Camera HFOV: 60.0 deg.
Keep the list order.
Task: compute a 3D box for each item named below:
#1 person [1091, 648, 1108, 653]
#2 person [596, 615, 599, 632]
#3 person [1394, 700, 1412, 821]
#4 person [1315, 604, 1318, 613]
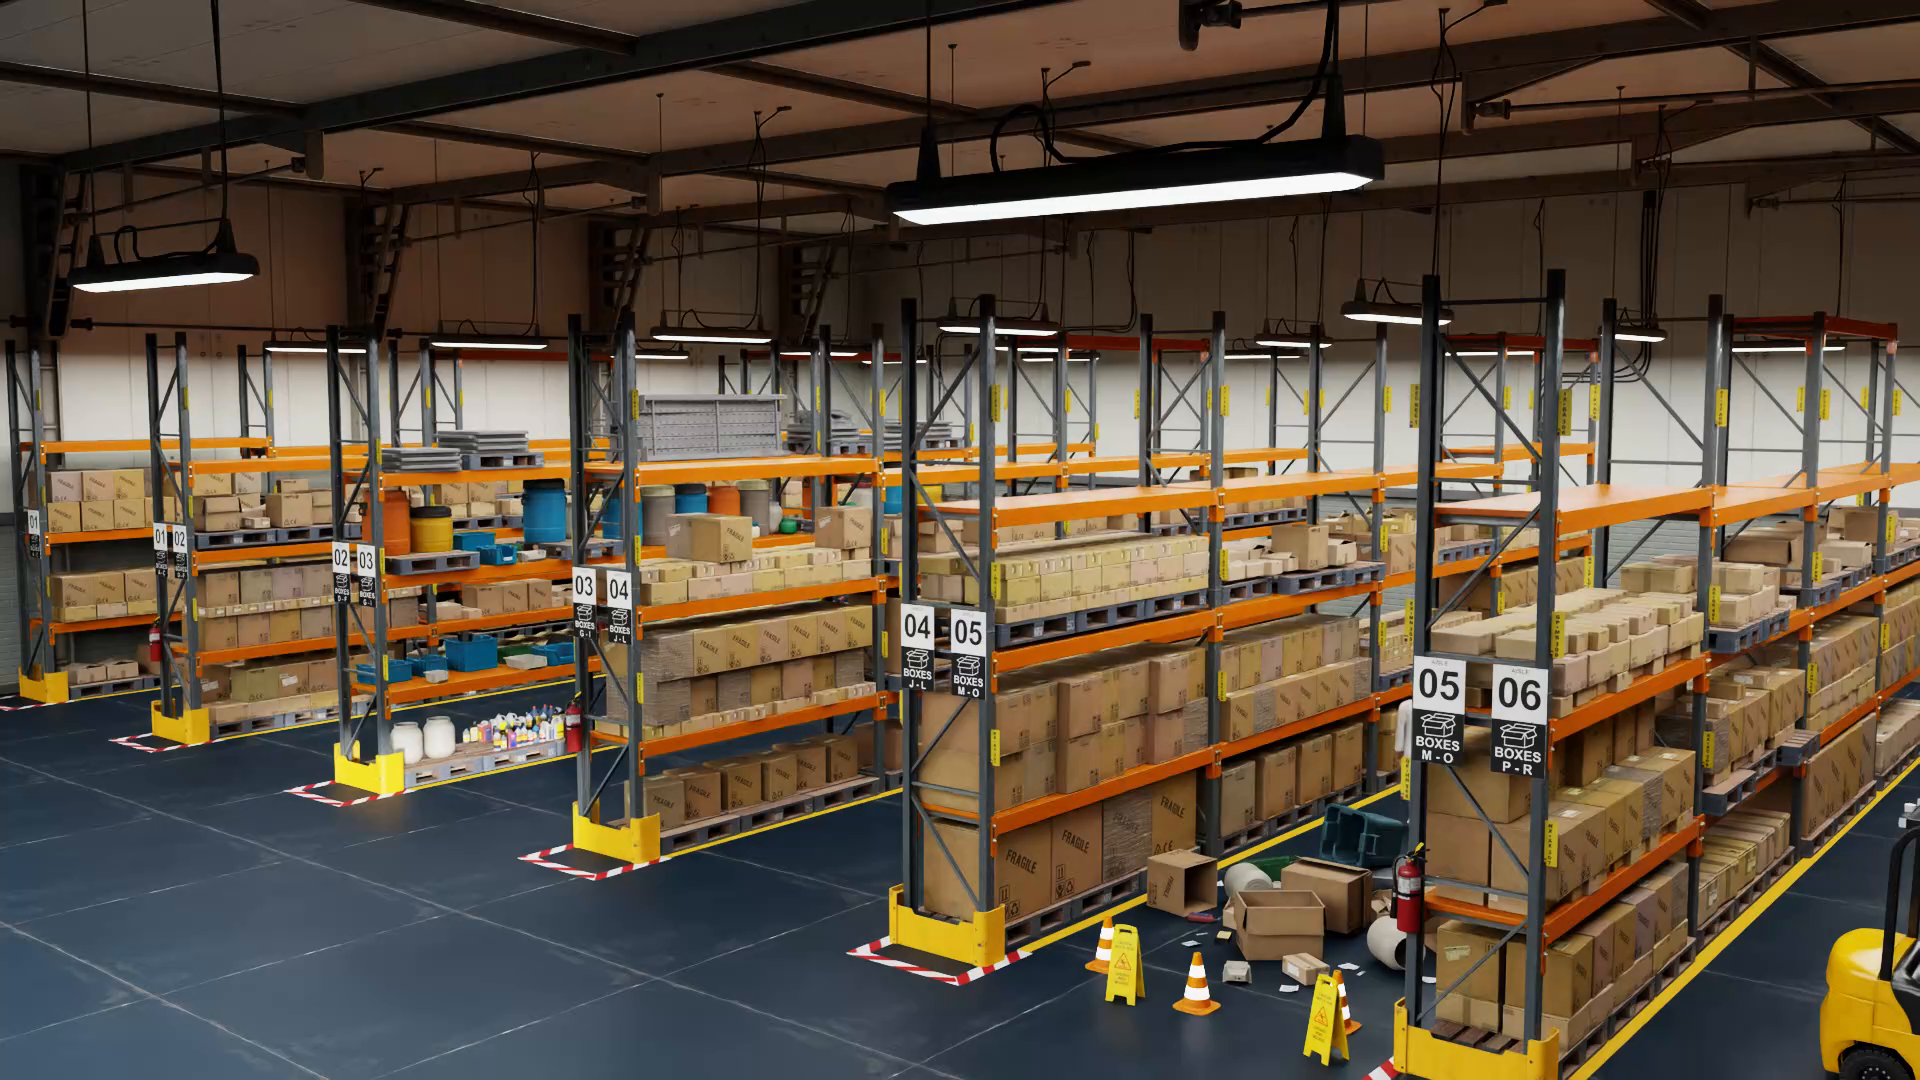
[{"bbox_3d":[2.064,2.234,23.344,0.683,1.671,0.749,-5,7,-42],"label":"person"},{"bbox_3d":[-7.682,1.194,34.309,0.530,1.727,1.143,3,6,29],"label":"person"},{"bbox_3d":[5.433,2.517,19.641,0.614,1.772,0.595,4,6,37],"label":"person"},{"bbox_3d":[5.901,1.801,28.215,0.489,1.603,1.060,5,7,41],"label":"person"}]
